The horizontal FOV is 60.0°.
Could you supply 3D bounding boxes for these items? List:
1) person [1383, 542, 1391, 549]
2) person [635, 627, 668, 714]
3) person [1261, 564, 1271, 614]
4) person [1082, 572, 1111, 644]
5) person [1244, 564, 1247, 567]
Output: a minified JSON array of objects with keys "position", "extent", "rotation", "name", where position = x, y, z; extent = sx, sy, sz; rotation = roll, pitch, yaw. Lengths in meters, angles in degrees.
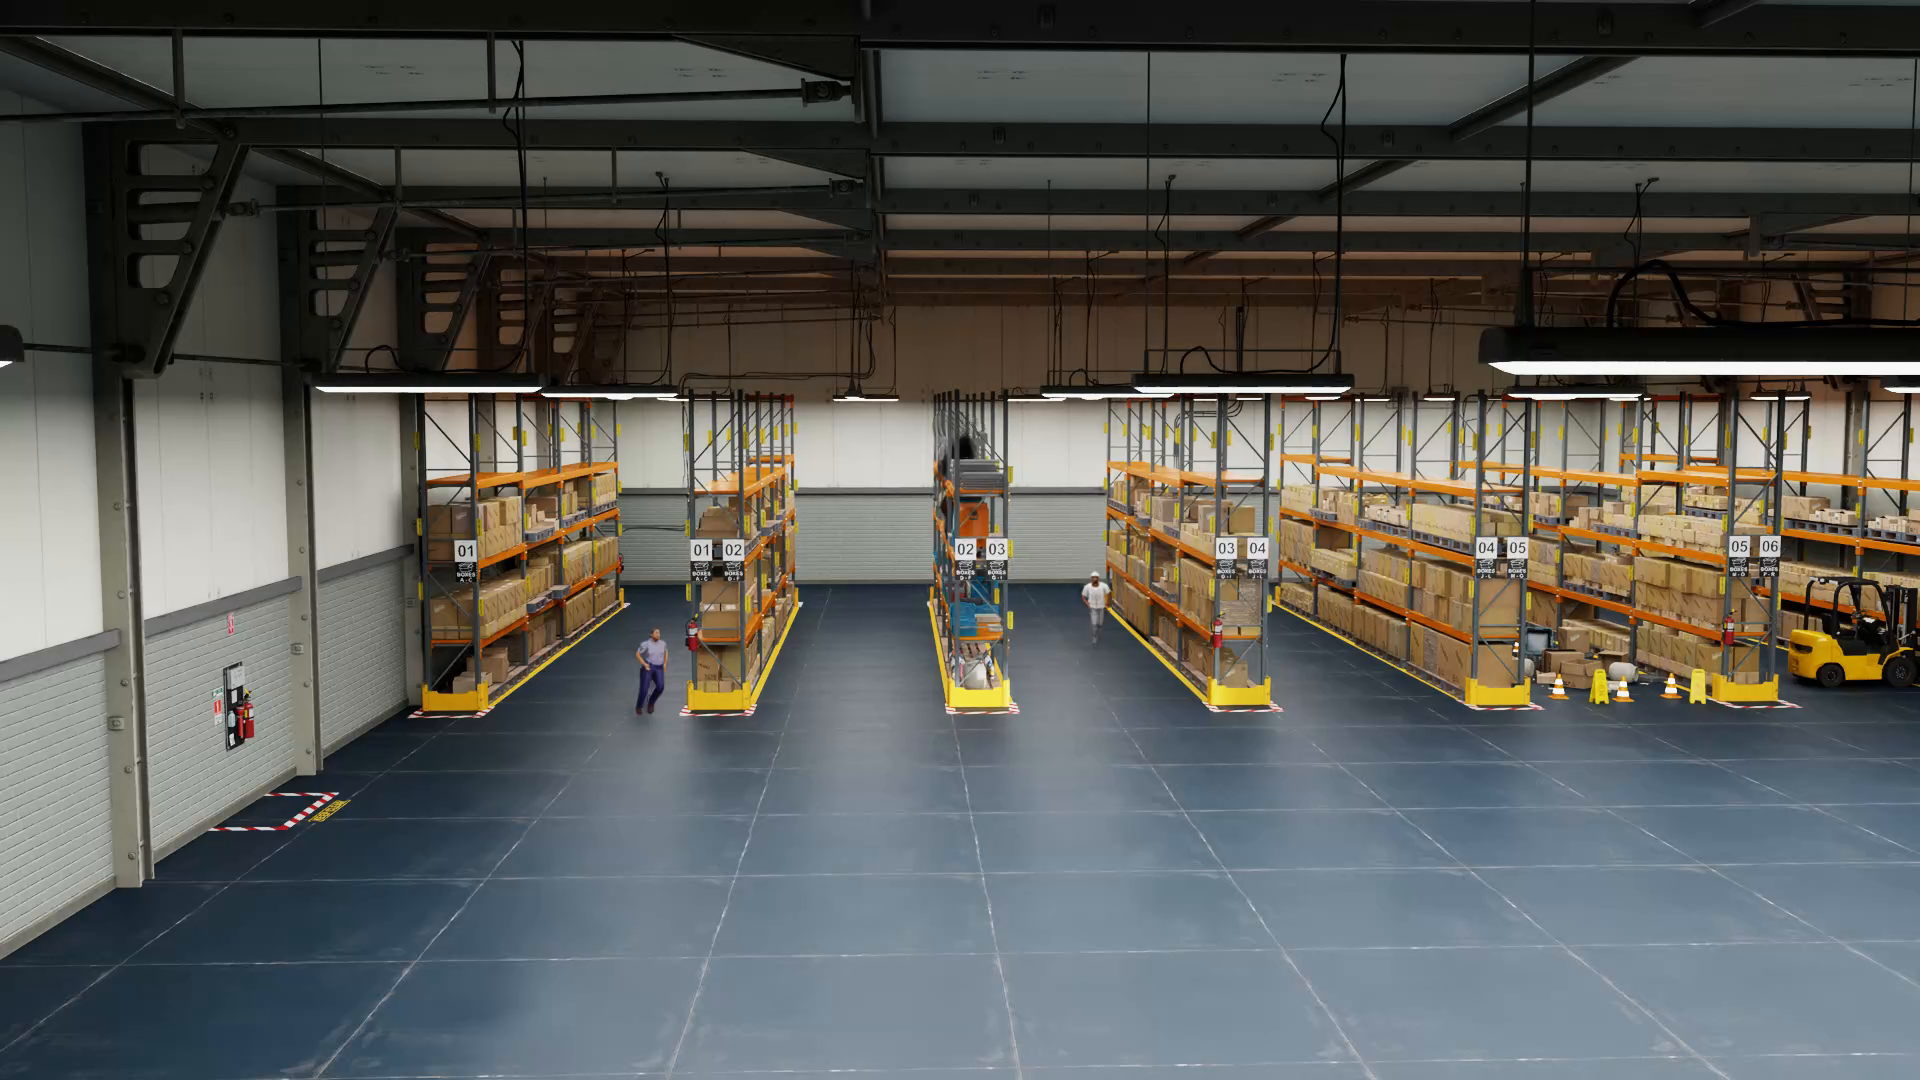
[{"position":[12.658,0.898,49.239],"extent":[0.822,1.659,0.579],"rotation":[0,5,1],"name":"person"},{"position":[-5.664,2.418,30.766],"extent":[0.667,1.600,0.598],"rotation":[-3,5,-29],"name":"person"},{"position":[8.065,1.187,44.823],"extent":[0.669,1.781,0.954],"rotation":[0,5,0],"name":"person"},{"position":[3.271,1.617,39.878],"extent":[0.714,1.730,0.661],"rotation":[0,5,4],"name":"person"},{"position":[8.533,0.926,48.688],"extent":[0.637,1.736,0.704],"rotation":[3,6,37],"name":"person"}]
